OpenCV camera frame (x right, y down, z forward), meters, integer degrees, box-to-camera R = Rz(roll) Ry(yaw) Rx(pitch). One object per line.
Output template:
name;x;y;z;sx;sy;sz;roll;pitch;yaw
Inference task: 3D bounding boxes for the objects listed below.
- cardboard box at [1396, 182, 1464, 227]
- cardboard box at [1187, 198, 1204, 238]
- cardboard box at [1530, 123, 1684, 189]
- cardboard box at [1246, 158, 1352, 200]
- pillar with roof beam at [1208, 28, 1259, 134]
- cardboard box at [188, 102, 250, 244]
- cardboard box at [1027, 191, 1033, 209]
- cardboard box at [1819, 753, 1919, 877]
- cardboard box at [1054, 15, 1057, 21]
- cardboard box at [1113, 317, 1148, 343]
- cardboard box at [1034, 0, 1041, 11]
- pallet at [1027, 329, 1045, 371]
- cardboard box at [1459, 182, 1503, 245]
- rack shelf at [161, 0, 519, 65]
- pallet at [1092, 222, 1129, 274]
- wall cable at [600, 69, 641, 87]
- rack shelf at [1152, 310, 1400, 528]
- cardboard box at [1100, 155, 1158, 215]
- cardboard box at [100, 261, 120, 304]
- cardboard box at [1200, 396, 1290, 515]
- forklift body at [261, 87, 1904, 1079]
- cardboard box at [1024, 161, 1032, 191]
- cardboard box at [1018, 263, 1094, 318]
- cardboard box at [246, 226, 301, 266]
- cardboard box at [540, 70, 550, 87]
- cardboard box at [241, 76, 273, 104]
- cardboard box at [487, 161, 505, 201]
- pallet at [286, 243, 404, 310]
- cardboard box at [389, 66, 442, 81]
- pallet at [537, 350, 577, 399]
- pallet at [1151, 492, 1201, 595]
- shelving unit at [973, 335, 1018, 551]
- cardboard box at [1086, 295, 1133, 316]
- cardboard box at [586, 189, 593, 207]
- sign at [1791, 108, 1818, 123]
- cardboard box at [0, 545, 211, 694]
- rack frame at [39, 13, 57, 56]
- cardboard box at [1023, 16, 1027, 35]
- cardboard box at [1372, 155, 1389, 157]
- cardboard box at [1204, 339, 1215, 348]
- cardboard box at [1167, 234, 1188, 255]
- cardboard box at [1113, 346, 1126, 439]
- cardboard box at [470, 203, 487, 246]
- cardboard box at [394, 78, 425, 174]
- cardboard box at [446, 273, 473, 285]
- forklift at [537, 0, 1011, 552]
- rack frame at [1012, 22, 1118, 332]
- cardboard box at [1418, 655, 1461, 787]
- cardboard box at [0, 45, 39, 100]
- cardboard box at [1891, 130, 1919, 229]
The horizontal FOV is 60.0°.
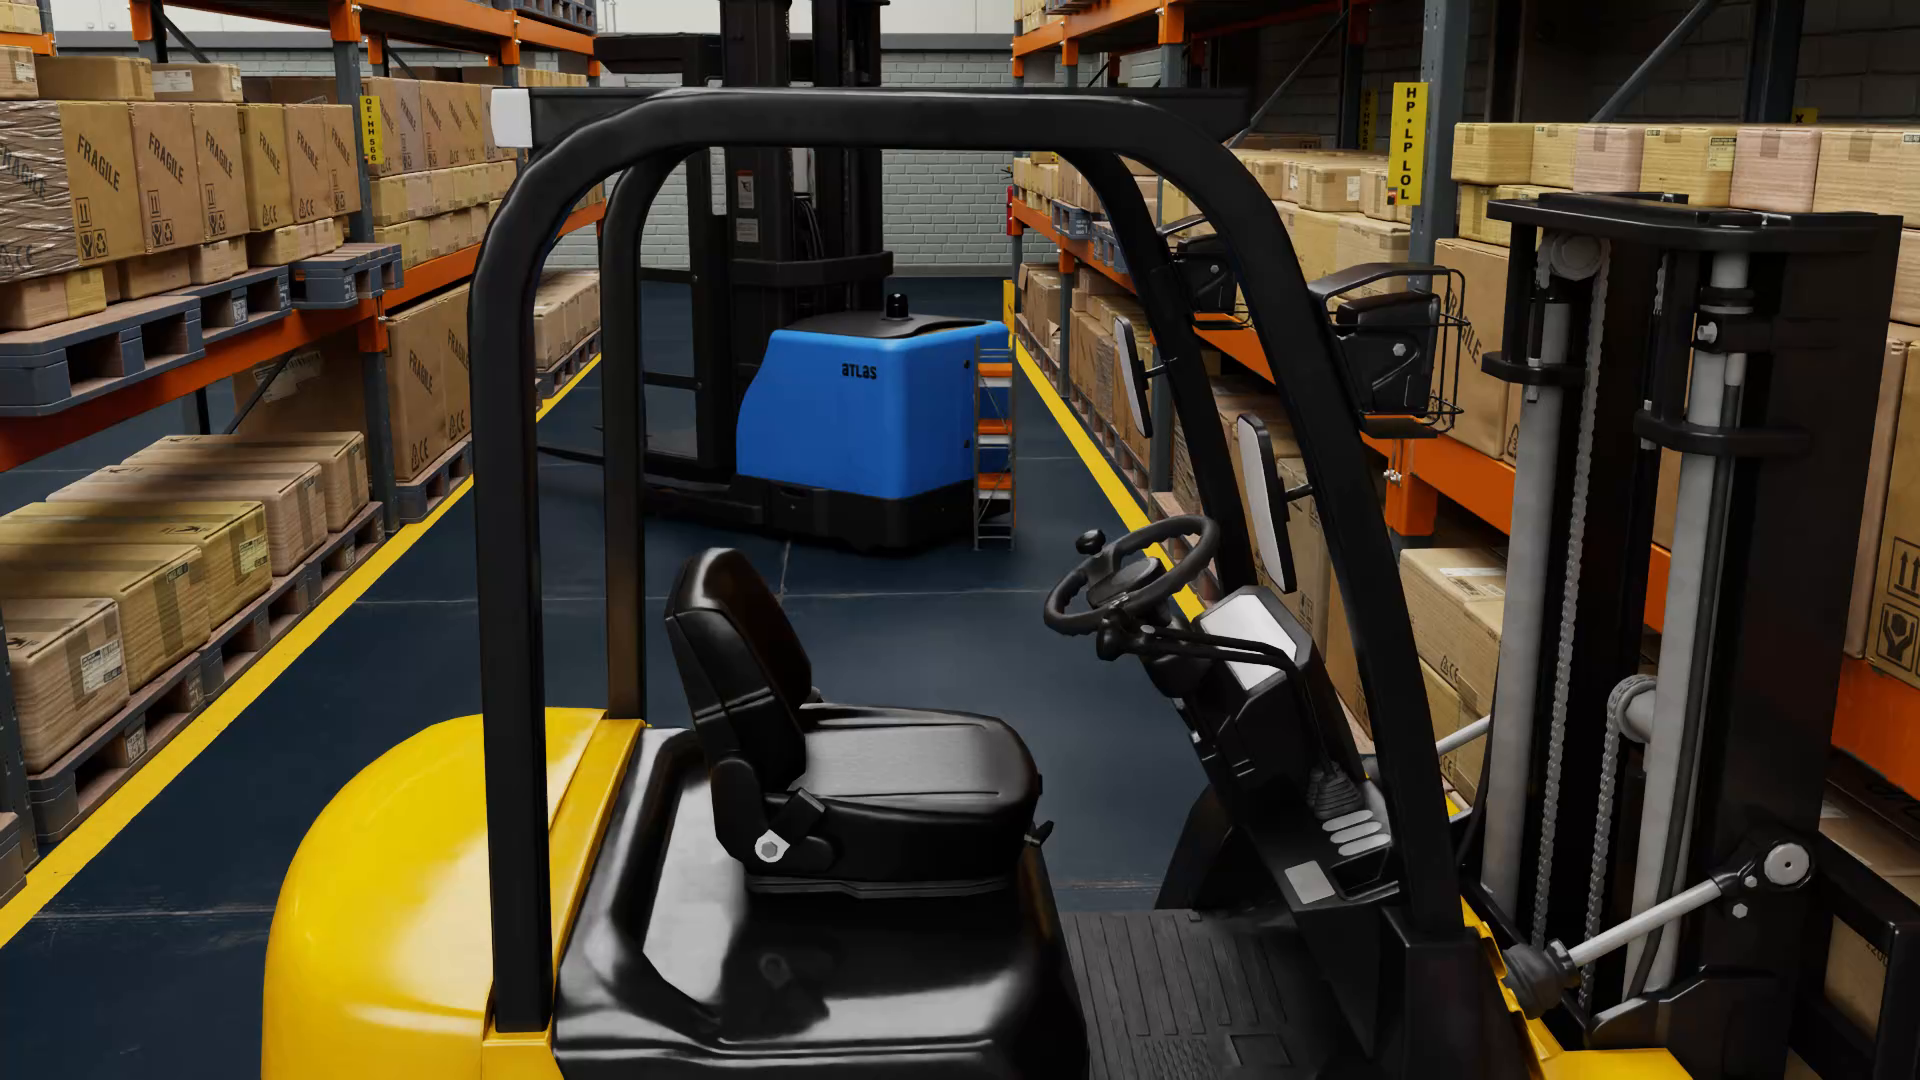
cardboard box;1.521;-1.011;4.935;0.380;0.149;0.250;0;14;-2
cardboard box;1.330;-1.493;7.606;0.500;0.250;0.500;0;14;-2
cardboard box;1.612;-0.927;4.008;0.380;0.149;0.250;-1;14;-3
cardboard box;1.319;-1.393;6.420;0.380;0.149;0.250;-1;14;-5
pillar with roof beam;-2.172;-5.583;12.165;9.100;9.000;0.400;-1;14;-3
cardboard box;-3.024;-1.382;6.237;0.500;0.500;0.500;-1;15;-6
cardboard box;0.797;-3.023;14.759;0.380;0.149;0.250;-1;14;-5
cardboard box;1.569;0.584;2.907;0.500;0.250;0.500;-1;14;-5
cardboard box;0.931;-4.101;12.928;0.380;0.149;0.250;0;14;-2
cardboard box;1.179;-1.318;10.501;0.380;0.149;0.250;-2;15;-6
cardboard box;0.902;-4.579;13.989;0.500;0.250;0.500;-1;14;-4
pallet;1.148;-1.681;14.637;1.003;0.211;1.213;-1;14;-3
cardboard box;1.521;-0.846;4.294;0.380;0.149;0.250;-1;14;-4
rack shelf;-3.562;-3.086;9.925;1.077;0.370;4.000;-1;14;-3
pallet;1.404;-1.637;9.252;1.213;0.211;1.003;-1;14;-3
wall cable;-4.306;-5.383;21.327;0.585;1.953;0.123;-1;14;-3
rack shelf;1.640;-0.716;6.734;1.077;0.370;4.000;-1;14;-3
cardboard box;1.230;-2.218;10.079;0.797;0.503;0.637;-1;14;-5
cardboard box;-3.009;-0.845;5.453;0.380;0.149;0.250;0;14;0
cardboard box;1.590;-0.298;7.586;0.875;0.625;0.625;0;14;-2
forklift body;0.074;0.395;2.674;2.313;2.155;1.214;-1;14;-3
cardboard box;0.846;-3.255;14.860;0.500;0.250;0.500;-1;14;-4
cardboard box;0.964;-2.392;15.972;0.797;0.503;0.637;-1;15;-6
cardboard box;-2.995;-1.230;6.948;0.380;0.149;0.250;-1;14;-2
cardboard box;-3.478;-3.664;13.239;0.380;0.149;0.250;-1;14;-5
cardboard box;-3.731;-2.142;8.623;0.500;0.500;0.500;-1;14;-5
cardboard box;-3.377;-2.419;11.205;0.500;0.250;0.500;-1;14;-2
pallet;-3.287;-1.216;7.617;1.213;0.211;1.003;-1;14;-3
cardboard box;-4.022;-3.398;12.203;0.380;0.149;0.250;-1;14;-5
pallet;-3.655;-1.319;13.230;1.003;0.211;1.213;-1;14;-3
pallet;1.528;-0.006;8.127;1.003;0.211;1.213;-1;14;-3
shelving unit;0.177;-0.484;8.301;0.215;1.050;0.252;1;14;2
cardboard box;1.119;-1.703;11.996;0.380;0.149;0.250;-1;14;-5
cardboard box;-3.623;-3.282;15.060;0.500;0.500;0.500;-1;14;-5
sign;2.318;-1.034;4.628;0.100;0.325;0.005;-1;14;-3
cardboard box;-3.273;0.270;5.886;0.950;0.372;0.625;0;14;0
rack frame;-8.868;-3.372;15.614;1.000;3.000;0.127;-1;14;-3
cardboard box;0.762;-4.607;14.898;0.380;0.149;0.250;-1;14;-2
cardboard box;1.943;-1.531;6.955;0.380;0.149;0.250;-1;14;-4
cardboard box;1.721;-1.264;10.290;0.380;0.149;0.250;-1;14;-5
cardboard box;1.300;-1.375;8.153;0.500;0.250;0.500;-1;14;-3
cardboard box;1.220;-0.911;10.223;0.500;0.500;0.500;0;14;-1
cardboard box;-3.364;-2.046;10.761;0.500;0.250;0.500;-1;14;-5
cardboard box;-3.265;-2.267;9.109;0.500;0.500;0.500;-1;14;-3
cardboard box;-3.504;-1.276;10.888;0.875;0.875;0.875;0;14;-2
forklift;-1.222;-1.630;8.980;3.031;2.935;1.130;10;18;35
rack frame;1.021;-3.552;16.310;1.000;3.000;0.127;-1;14;-3
cardboard box;1.486;0.444;4.453;0.500;0.250;0.500;-1;14;-4
cardboard box;-2.866;-1.322;4.703;0.380;0.149;0.250;-1;14;-4
cardboard box;1.678;-0.546;2.530;0.380;0.149;0.250;-1;14;-3
